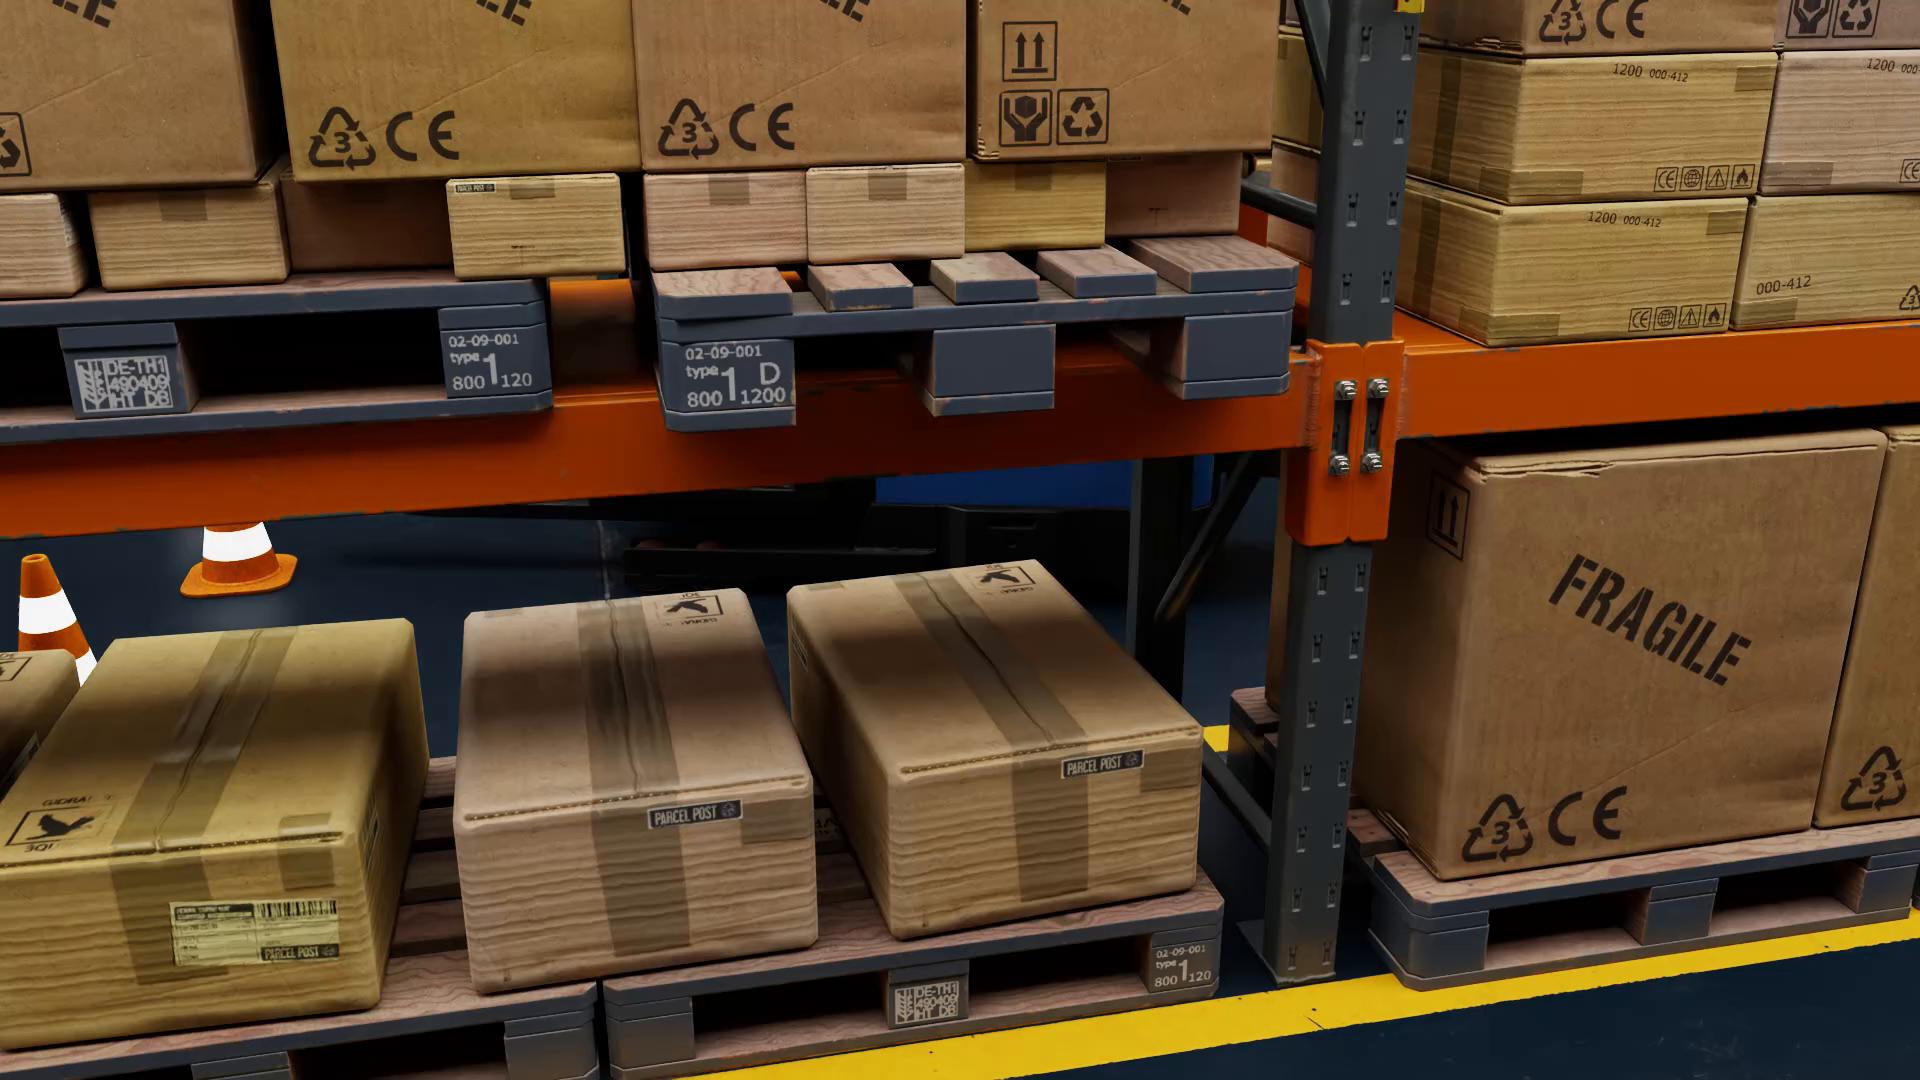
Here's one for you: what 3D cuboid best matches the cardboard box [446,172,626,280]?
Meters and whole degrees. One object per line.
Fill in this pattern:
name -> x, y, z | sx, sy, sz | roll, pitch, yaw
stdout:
cardboard box -> -0.669, -0.527, 2.648 | 0.250, 0.149, 0.380 | -4, 21, -12

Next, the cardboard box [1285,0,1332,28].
cardboard box -> 1.029, -1.322, 3.464 | 0.500, 0.500, 0.500 | -5, 21, -14

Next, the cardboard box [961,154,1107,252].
cardboard box -> 0.077, -0.606, 2.863 | 0.250, 0.149, 0.380 | -4, 21, -12

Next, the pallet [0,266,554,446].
pallet -> -1.331, -0.417, 2.870 | 1.213, 0.211, 1.003 | -5, 21, -12

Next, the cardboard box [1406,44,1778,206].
cardboard box -> 1.136, -0.799, 3.126 | 0.500, 0.250, 0.500 | -5, 21, -13

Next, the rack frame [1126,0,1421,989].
rack frame -> 0.586, -0.677, 3.302 | 0.127, 3.000, 1.000 | -5, 21, -12

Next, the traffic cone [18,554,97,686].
traffic cone -> -2.422, 0.264, 4.421 | 0.334, 0.463, 0.336 | -5, 21, -12

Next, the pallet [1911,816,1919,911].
pallet -> 2.556, 0.500, 4.143 | 1.213, 0.211, 1.003 | -5, 21, -12

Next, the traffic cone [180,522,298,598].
traffic cone -> -2.370, -0.094, 5.398 | 0.334, 0.463, 0.336 | -5, 21, -12

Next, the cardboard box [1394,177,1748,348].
cardboard box -> 1.120, -0.561, 3.204 | 0.500, 0.250, 0.500 | -5, 21, -13

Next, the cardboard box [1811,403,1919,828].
cardboard box -> 2.147, 0.027, 3.857 | 0.875, 0.875, 0.875 | -4, 21, -12

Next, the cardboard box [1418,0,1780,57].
cardboard box -> 1.122, -1.151, 2.996 | 0.500, 0.500, 0.500 | -5, 21, -14

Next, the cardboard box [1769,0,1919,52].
cardboard box -> 1.603, -1.193, 3.112 | 0.500, 0.500, 0.500 | -5, 21, -12

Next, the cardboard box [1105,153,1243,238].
cardboard box -> 0.321, -0.652, 2.987 | 0.250, 0.149, 0.380 | -4, 20, -10

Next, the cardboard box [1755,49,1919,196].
cardboard box -> 1.639, -0.839, 3.236 | 0.500, 0.250, 0.500 | -4, 21, -11

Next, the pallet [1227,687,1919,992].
pallet -> 1.371, 0.595, 3.883 | 1.213, 0.211, 1.003 | -5, 21, -12

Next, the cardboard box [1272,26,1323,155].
cardboard box -> 0.999, -0.965, 3.579 | 0.500, 0.250, 0.500 | -5, 21, -13

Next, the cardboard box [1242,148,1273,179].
cardboard box -> 1.560, -1.792, 8.278 | 0.500, 0.250, 0.500 | -6, 21, -15

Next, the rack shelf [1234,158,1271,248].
rack shelf -> 1.132, -0.918, 5.303 | 0.480, 0.518, 0.431 | 6, 21, 16

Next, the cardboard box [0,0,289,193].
cardboard box -> -1.315, -0.804, 2.460 | 0.500, 0.500, 0.500 | -6, 21, -15

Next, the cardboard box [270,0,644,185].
cardboard box -> -0.784, -0.847, 2.577 | 0.500, 0.500, 0.500 | -6, 21, -16

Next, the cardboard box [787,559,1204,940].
cardboard box -> 0.034, 0.401, 3.569 | 0.625, 0.372, 0.950 | -6, 21, -16

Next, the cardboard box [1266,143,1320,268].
cardboard box -> 1.019, -0.734, 3.674 | 0.500, 0.250, 0.500 | -5, 21, -14

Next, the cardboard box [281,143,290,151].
cardboard box -> -1.088, -0.680, 3.065 | 0.250, 0.149, 0.380 | -4, 20, -10

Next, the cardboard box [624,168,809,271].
cardboard box -> -0.405, -0.554, 2.721 | 0.250, 0.149, 0.380 | -6, 21, -15

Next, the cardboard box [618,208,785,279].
cardboard box -> -1.264, -1.449, 8.069 | 0.750, 0.750, 1.050 | -5, 21, -13

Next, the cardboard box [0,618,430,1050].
cardboard box -> -1.421, 0.520, 3.243 | 0.625, 0.372, 0.950 | -4, 20, -11

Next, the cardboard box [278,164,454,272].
cardboard box -> -0.943, -0.550, 2.709 | 0.250, 0.149, 0.380 | -4, 21, -12

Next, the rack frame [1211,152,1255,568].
rack frame -> 0.899, -0.958, 5.366 | 0.015, 2.100, 0.400 | 6, 21, 16

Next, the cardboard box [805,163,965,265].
cardboard box -> -0.158, -0.571, 2.768 | 0.250, 0.149, 0.380 | -5, 21, -13

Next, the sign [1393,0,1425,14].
sign -> 0.720, -1.003, 2.623 | 0.005, 0.325, 0.100 | -5, 21, -12

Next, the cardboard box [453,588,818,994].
cardboard box -> -0.682, 0.462, 3.402 | 0.625, 0.372, 0.950 | -5, 21, -14

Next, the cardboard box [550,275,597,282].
cardboard box -> -2.114, -1.378, 7.877 | 0.750, 0.750, 1.050 | -4, 21, -12

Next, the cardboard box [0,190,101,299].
cardboard box -> -1.421, -0.472, 2.496 | 0.250, 0.149, 0.380 | -4, 20, -10

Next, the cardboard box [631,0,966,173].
cardboard box -> -0.293, -0.887, 2.687 | 0.500, 0.500, 0.500 | -5, 21, -13

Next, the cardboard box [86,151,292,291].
cardboard box -> -1.168, -0.502, 2.580 | 0.250, 0.149, 0.380 | -5, 21, -14

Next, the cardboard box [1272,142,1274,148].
cardboard box -> 1.447, -1.966, 8.755 | 0.500, 0.250, 0.500 | -4, 20, -10

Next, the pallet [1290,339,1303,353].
pallet -> 1.295, -1.173, 8.711 | 1.213, 0.211, 1.003 | -5, 21, -12

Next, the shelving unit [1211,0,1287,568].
shelving unit -> 1.132, -0.931, 5.299 | 0.503, 2.100, 0.431 | 6, 21, 16

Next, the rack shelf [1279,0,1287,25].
rack shelf -> 1.137, -1.575, 5.062 | 0.480, 0.518, 0.431 | 6, 21, 16

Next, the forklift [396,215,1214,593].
forklift -> -0.685, -1.384, 5.332 | 3.031, 2.935, 1.130 | 1, 20, 3

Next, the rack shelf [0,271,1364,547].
rack shelf -> -1.360, -0.181, 2.994 | 4.000, 0.370, 1.077 | -5, 21, -12

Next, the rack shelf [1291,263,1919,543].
rack shelf -> 2.533, -0.498, 3.858 | 4.000, 0.370, 1.077 | -5, 21, -12

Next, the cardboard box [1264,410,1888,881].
cardboard box -> 1.278, 0.097, 3.669 | 0.875, 0.875, 0.875 | -5, 21, -13

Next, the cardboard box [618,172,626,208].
cardboard box -> -0.605, -0.761, 3.285 | 0.250, 0.149, 0.380 | -5, 21, -12

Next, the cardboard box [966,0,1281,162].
cardboard box -> 0.208, -0.932, 2.809 | 0.500, 0.500, 0.500 | -5, 21, -14

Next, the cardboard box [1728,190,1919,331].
cardboard box -> 1.616, -0.608, 3.331 | 0.500, 0.250, 0.500 | -5, 21, -14

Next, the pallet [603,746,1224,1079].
pallet -> -0.175, 0.694, 3.614 | 1.213, 0.211, 1.003 | -5, 21, -12

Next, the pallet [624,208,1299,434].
pallet -> -0.083, -0.495, 3.084 | 1.003, 0.211, 1.213 | -5, 21, -12

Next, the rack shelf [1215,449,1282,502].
rack shelf -> 1.128, -0.261, 5.545 | 0.480, 0.518, 0.431 | 6, 21, 16

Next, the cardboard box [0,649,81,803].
cardboard box -> -2.098, 0.576, 3.092 | 0.625, 0.372, 0.950 | -3, 20, -9

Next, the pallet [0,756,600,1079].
pallet -> -1.359, 0.789, 3.354 | 1.213, 0.211, 1.003 | -5, 21, -12
